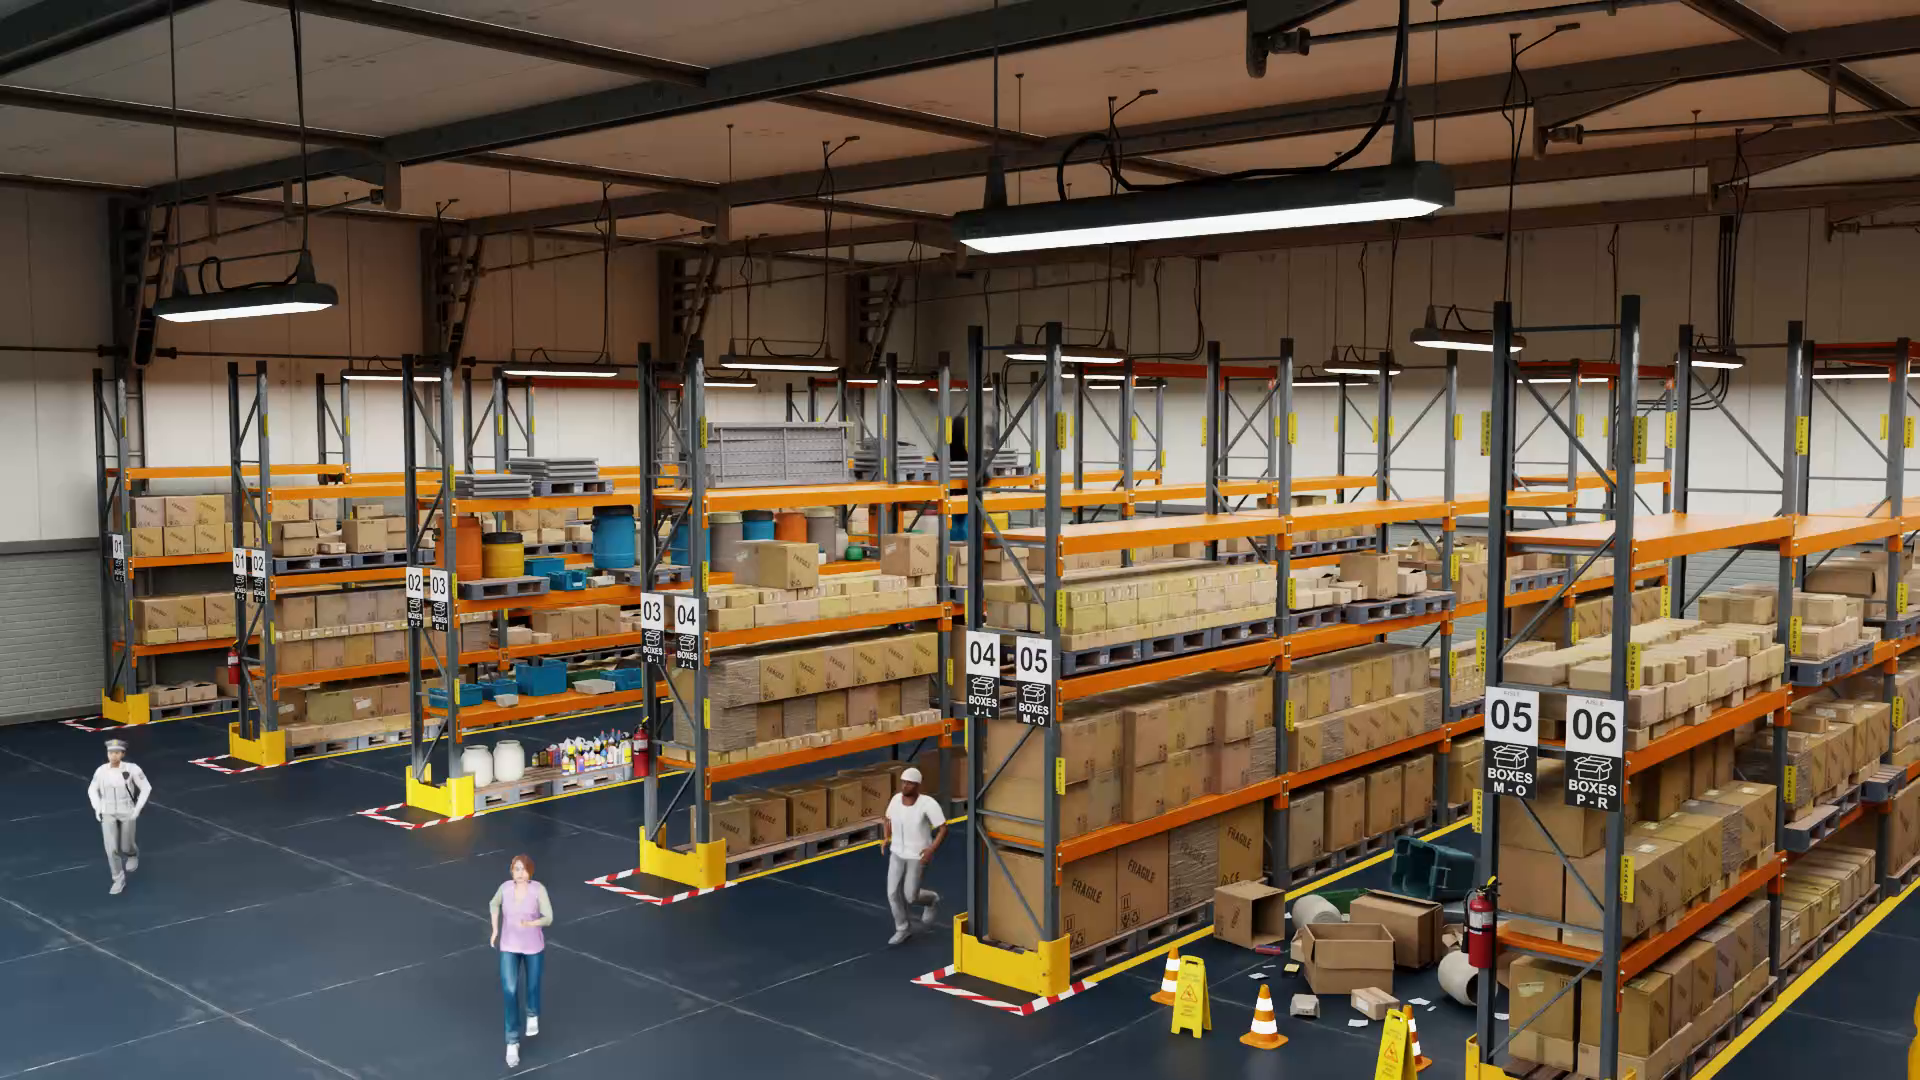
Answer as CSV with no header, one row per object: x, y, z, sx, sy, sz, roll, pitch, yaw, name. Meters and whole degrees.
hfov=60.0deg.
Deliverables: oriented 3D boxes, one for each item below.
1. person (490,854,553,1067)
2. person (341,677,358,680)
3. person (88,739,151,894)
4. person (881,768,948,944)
-3.571,3.361,13.548,0.511,1.641,0.738,-1,4,-12,person
-10.266,2.252,27.934,0.678,1.739,0.924,3,5,33,person
-9.252,2.997,18.325,0.642,1.668,0.681,-1,4,-17,person
-0.456,3.105,16.509,0.730,1.734,0.626,2,5,30,person
